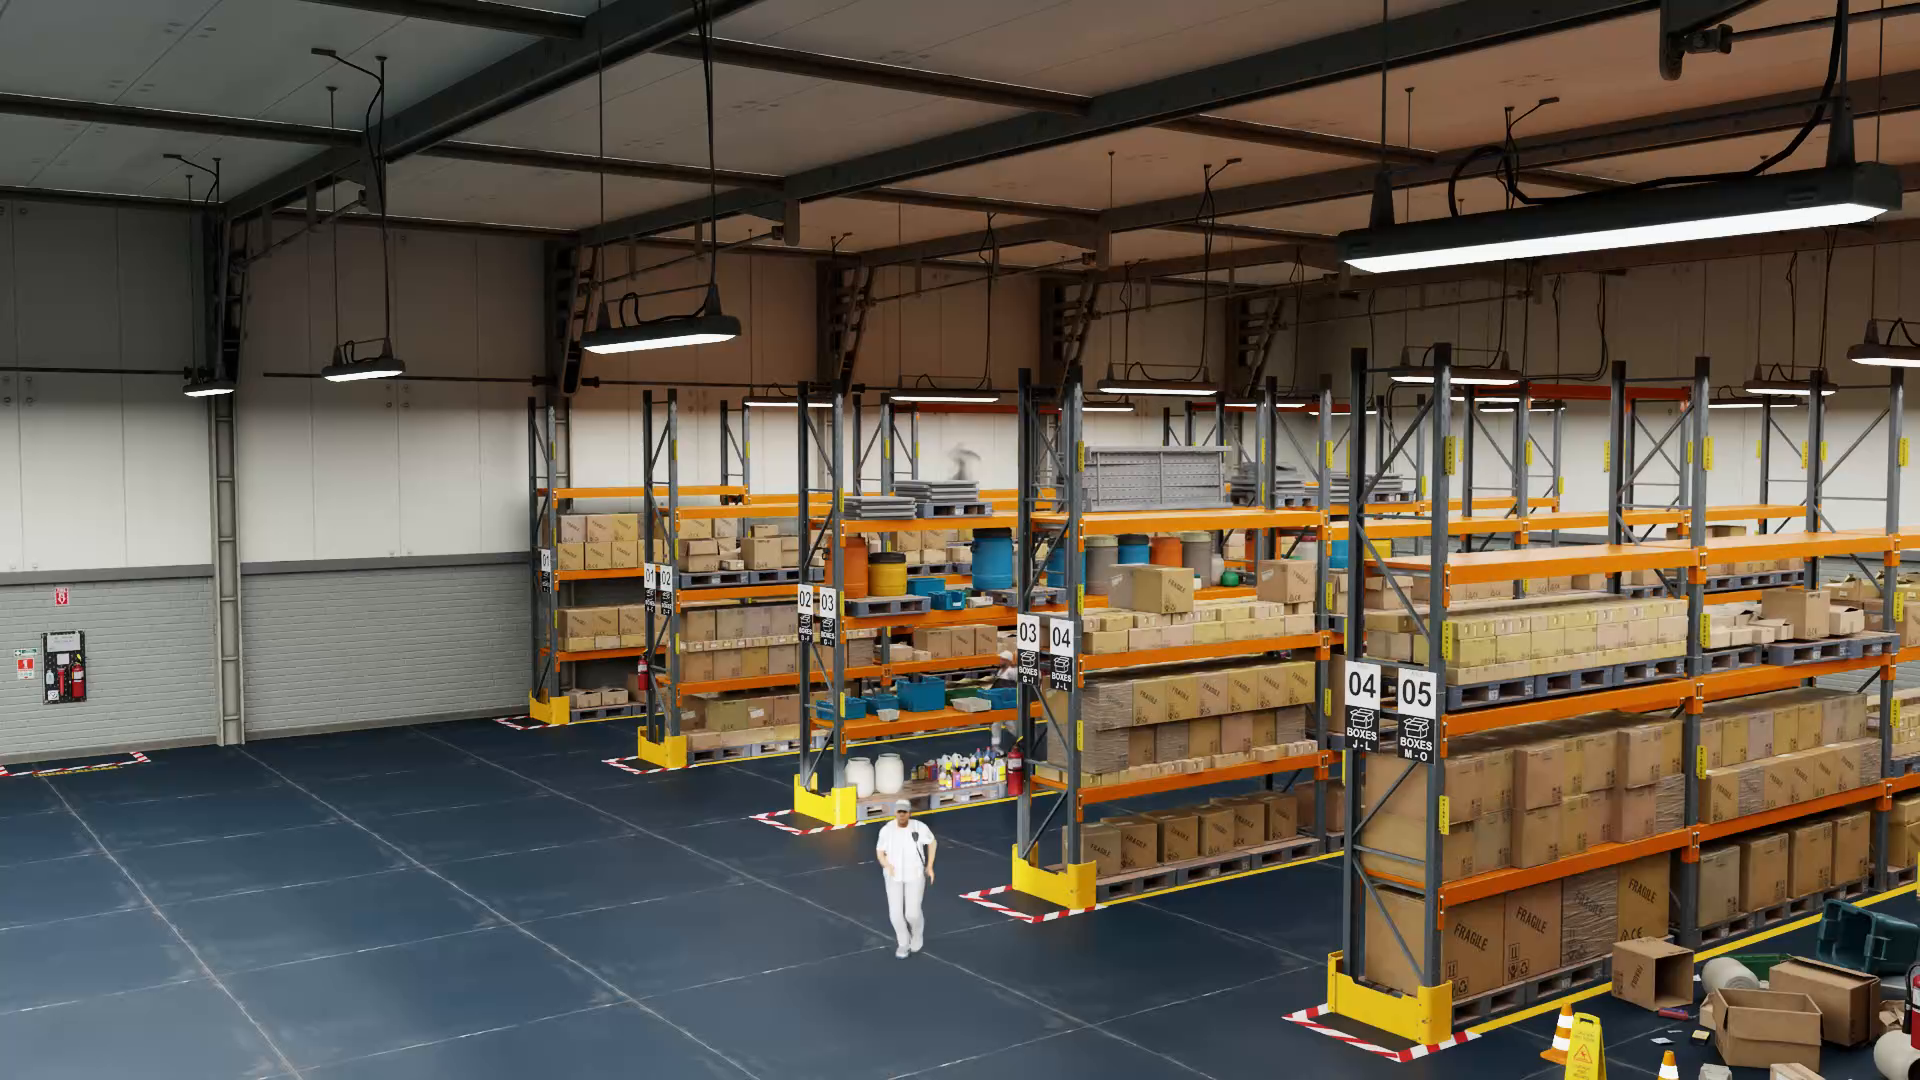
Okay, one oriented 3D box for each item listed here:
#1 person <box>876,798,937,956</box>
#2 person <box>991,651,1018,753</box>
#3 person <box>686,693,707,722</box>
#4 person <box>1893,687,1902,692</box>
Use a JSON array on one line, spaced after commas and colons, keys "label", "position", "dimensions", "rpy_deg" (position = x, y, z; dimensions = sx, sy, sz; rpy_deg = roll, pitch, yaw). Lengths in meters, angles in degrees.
[{"label": "person", "position": [-0.543, 3.371, 16.550], "dimensions": [0.585, 1.621, 0.657], "rpy_deg": [0, 3, 5]}, {"label": "person", "position": [0.790, 2.681, 26.863], "dimensions": [0.936, 1.799, 0.658], "rpy_deg": [-2, 4, -31]}, {"label": "person", "position": [-4.631, 2.605, 28.815], "dimensions": [0.637, 1.735, 0.705], "rpy_deg": [-3, 4, -37]}, {"label": "person", "position": [13.427, 2.931, 23.754], "dimensions": [0.695, 1.652, 0.600], "rpy_deg": [-2, 4, -32]}]
